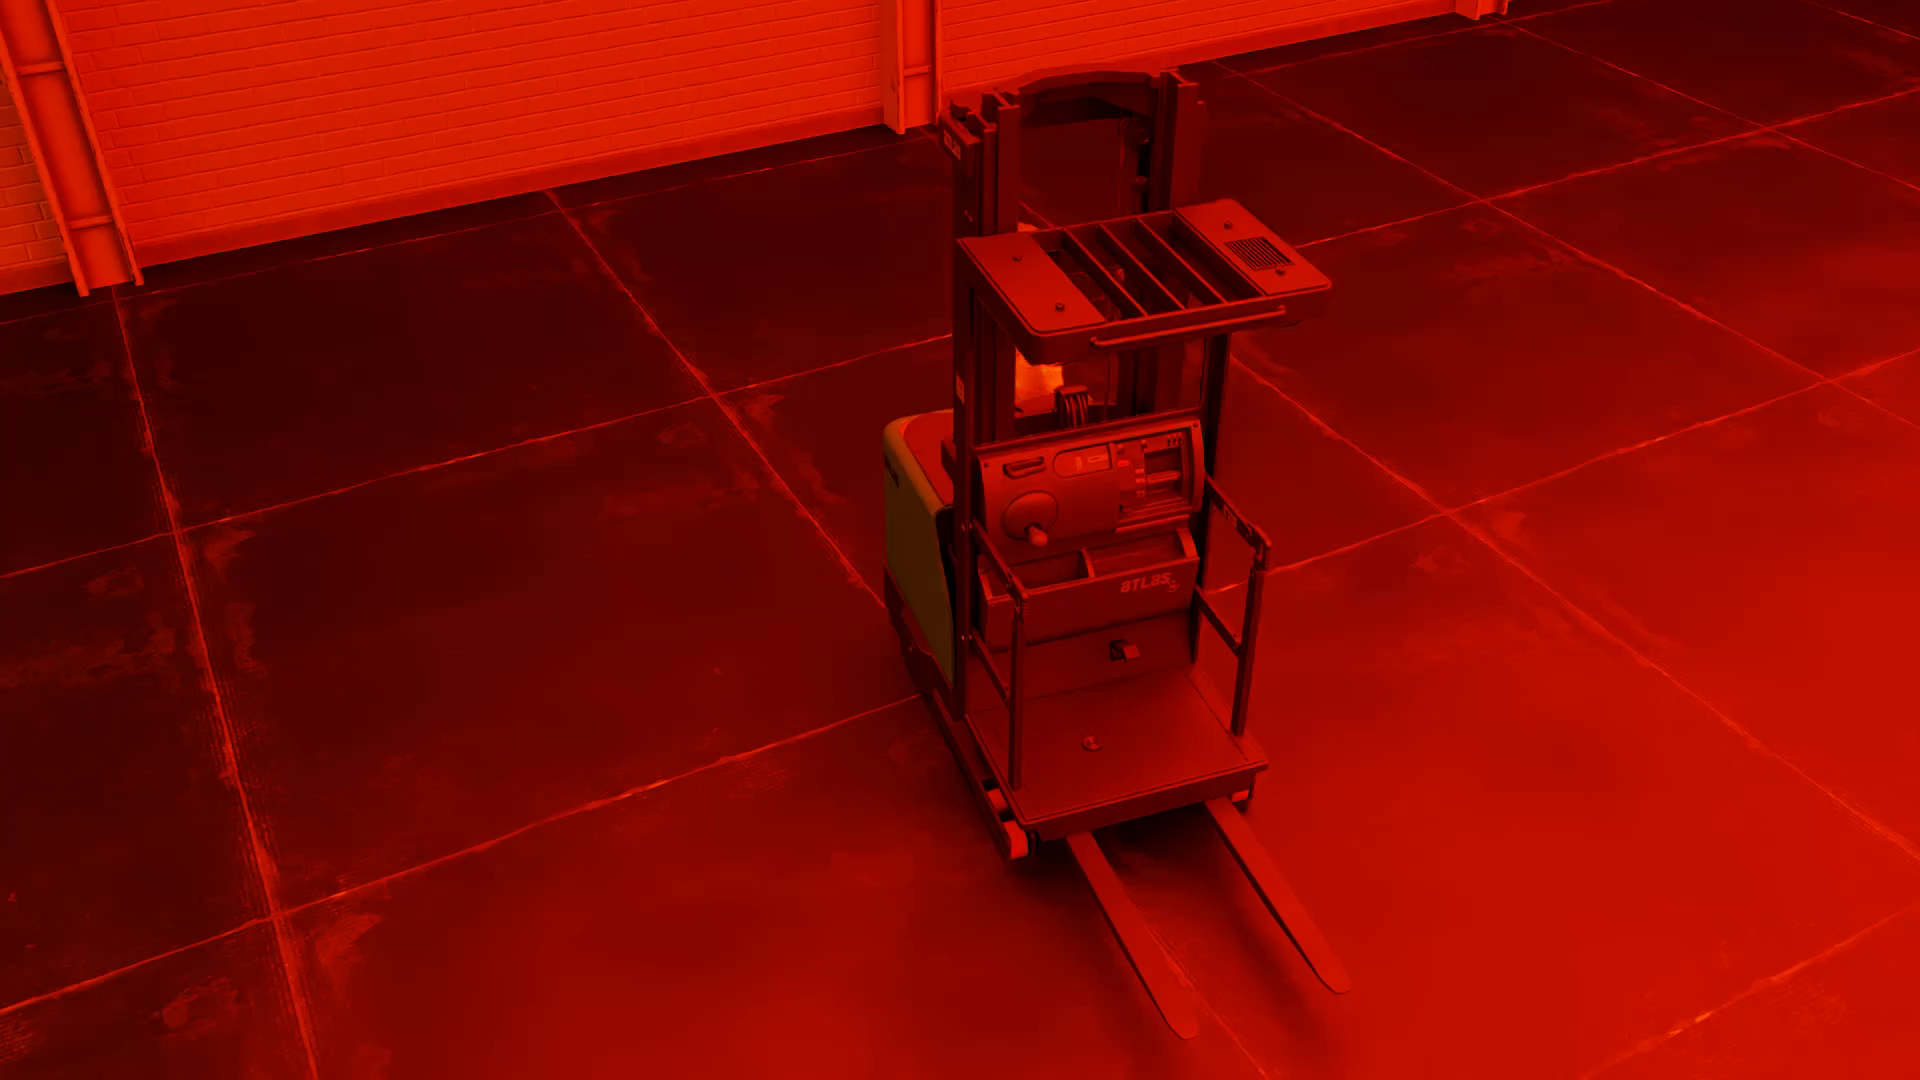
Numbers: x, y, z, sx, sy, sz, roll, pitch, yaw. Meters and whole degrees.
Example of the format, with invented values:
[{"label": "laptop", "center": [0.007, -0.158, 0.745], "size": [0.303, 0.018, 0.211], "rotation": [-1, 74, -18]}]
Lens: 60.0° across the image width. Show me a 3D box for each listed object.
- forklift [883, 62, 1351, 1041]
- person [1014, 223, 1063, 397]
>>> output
[{"label": "forklift", "center": [0.597, -0.157, 6.345], "size": [1.130, 2.935, 3.031], "rotation": [-11, 37, -16]}, {"label": "person", "center": [0.381, -0.816, 8.445], "size": [0.839, 1.605, 0.608], "rotation": [-28, 44, -34]}]
